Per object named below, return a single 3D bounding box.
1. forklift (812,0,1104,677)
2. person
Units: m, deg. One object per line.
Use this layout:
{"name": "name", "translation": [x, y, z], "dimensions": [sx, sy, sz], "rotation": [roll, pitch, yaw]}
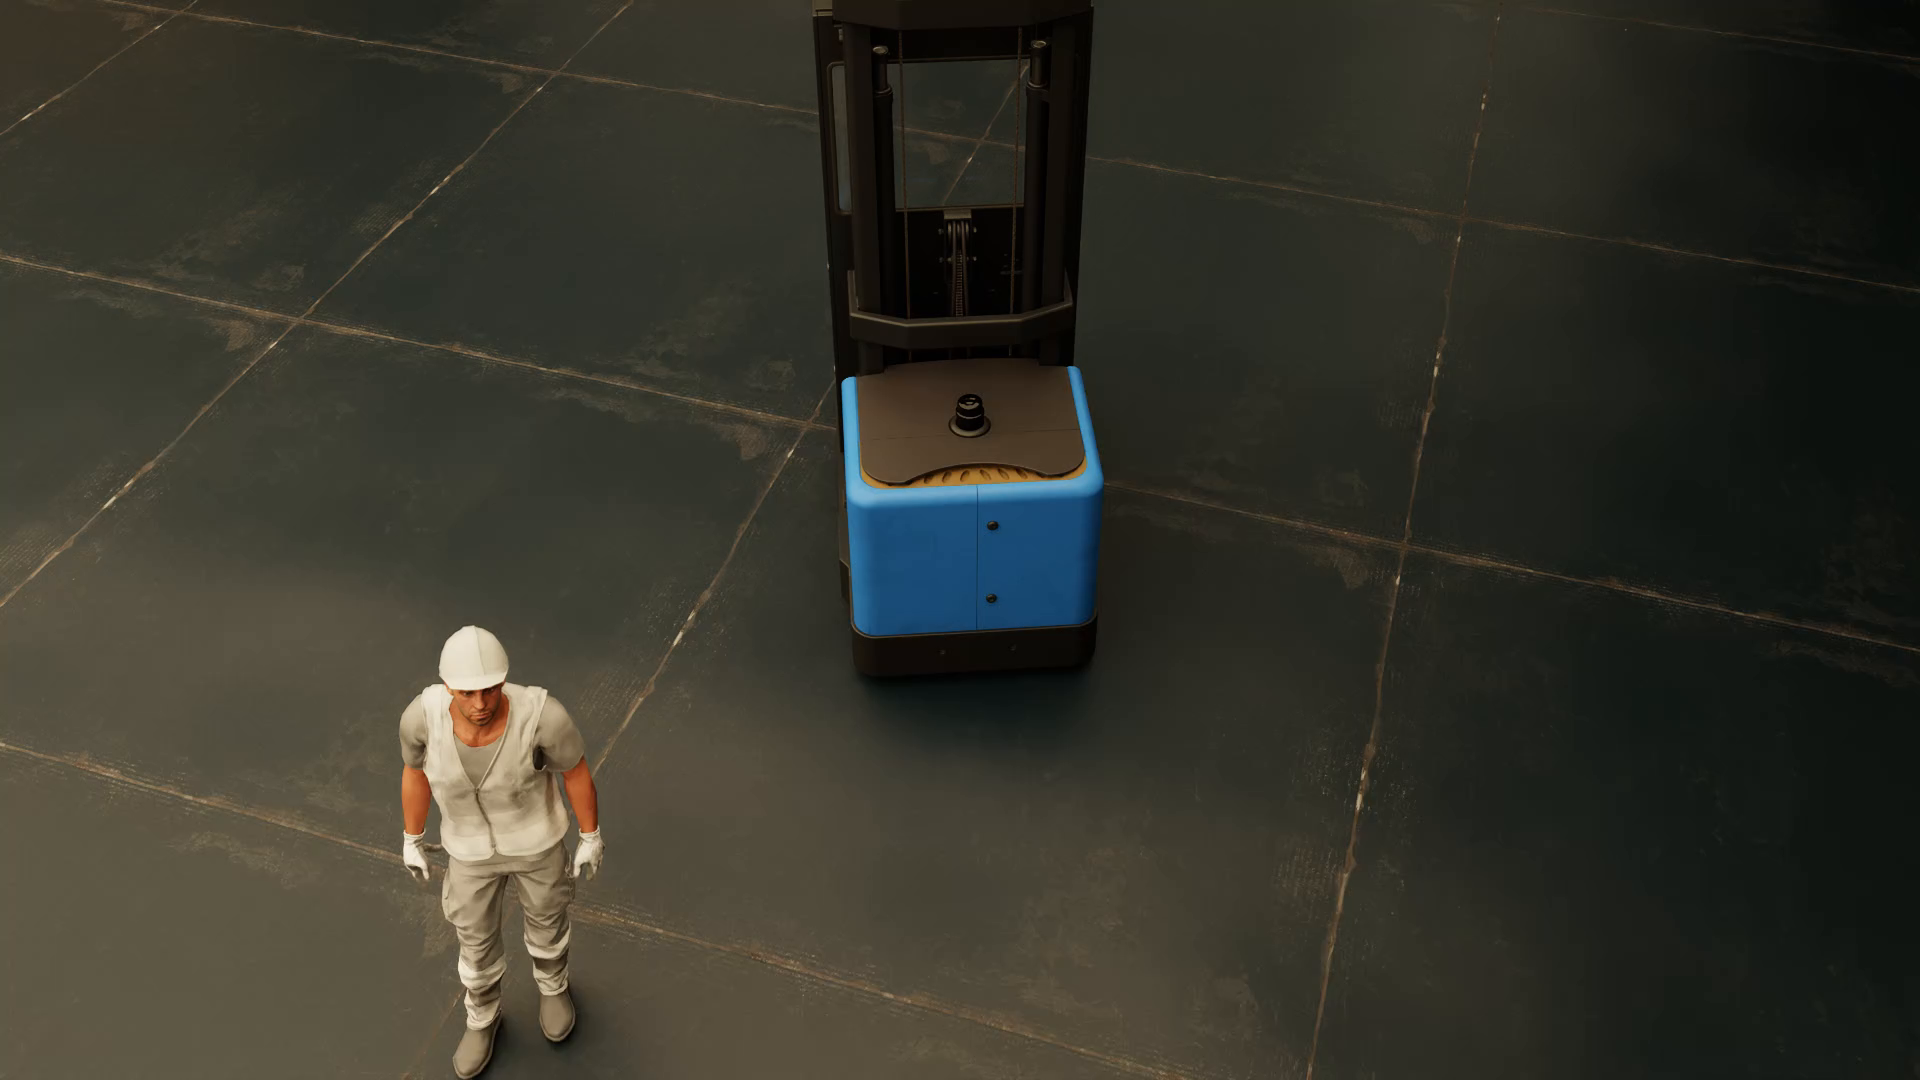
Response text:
{"name": "forklift", "translation": [-0.048, -1.486, 7.287], "dimensions": [1.130, 2.935, 3.031], "rotation": [-3, 43, -3]}
{"name": "person", "translation": [-1.489, 1.034, 5.405], "dimensions": [0.637, 1.787, 0.564], "rotation": [-4, 43, -4]}
